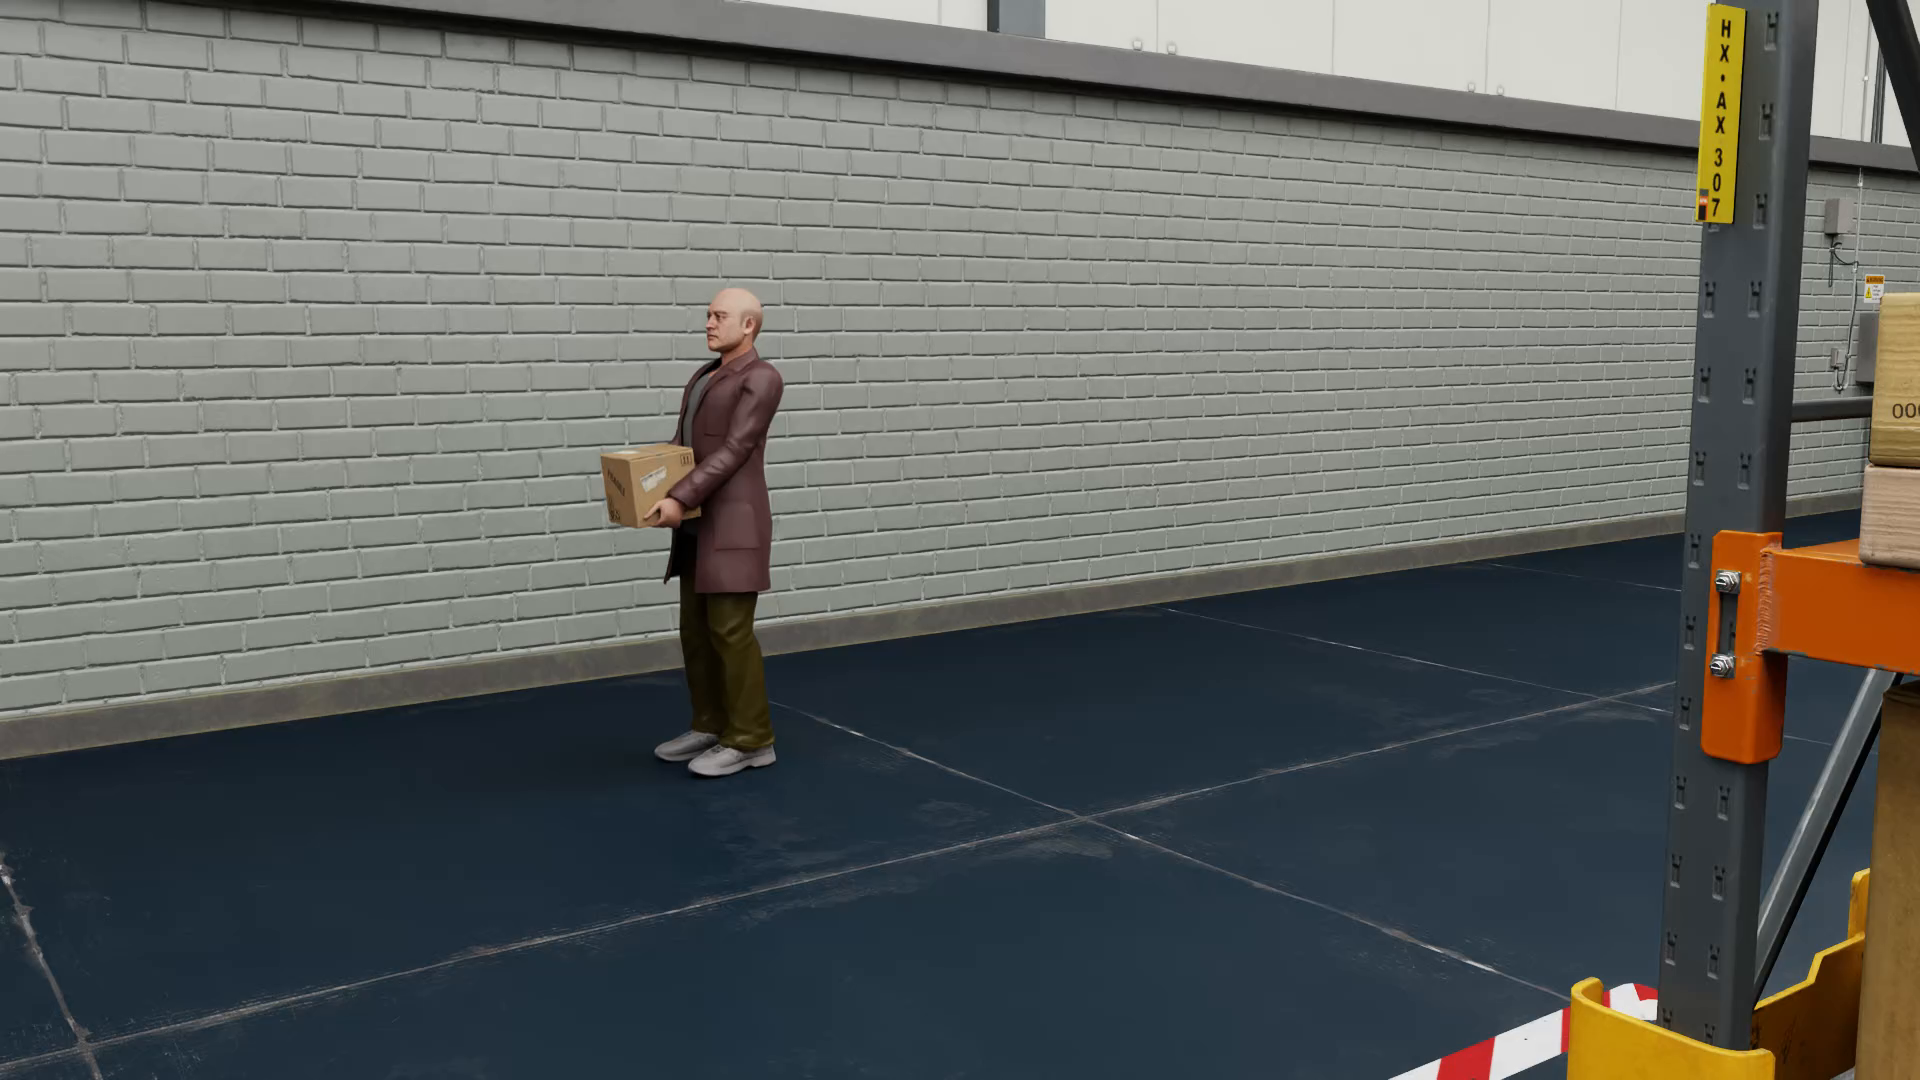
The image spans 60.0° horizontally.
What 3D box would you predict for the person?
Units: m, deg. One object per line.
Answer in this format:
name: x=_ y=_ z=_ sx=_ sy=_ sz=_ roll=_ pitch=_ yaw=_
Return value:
person: x=-0.957 y=-0.032 z=6.113 sx=0.555 sy=1.770 sz=0.530 roll=-5 pitch=9 yaw=-35
